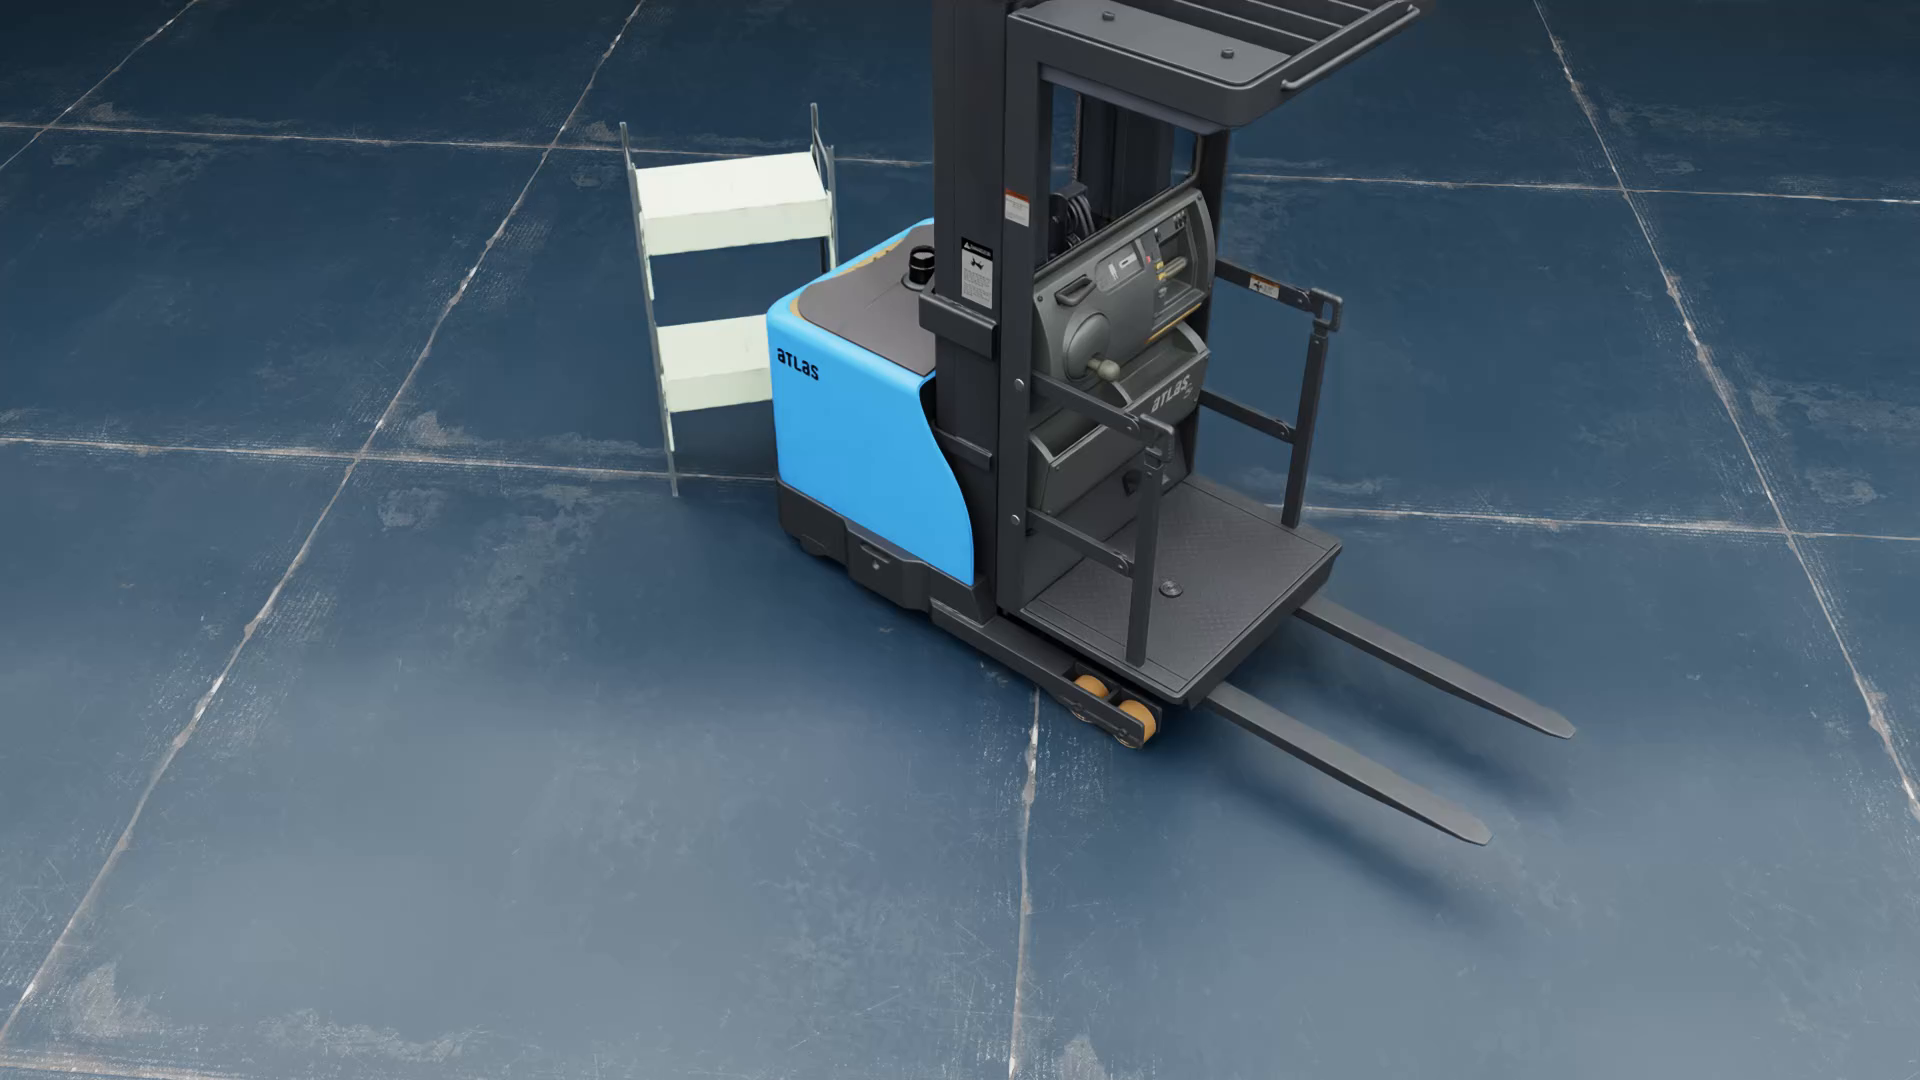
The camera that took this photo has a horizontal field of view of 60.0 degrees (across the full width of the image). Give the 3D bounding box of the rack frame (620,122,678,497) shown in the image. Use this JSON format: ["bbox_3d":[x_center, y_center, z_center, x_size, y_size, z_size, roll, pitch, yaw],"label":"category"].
[{"bbox_3d":[-1.238,-0.885,6.649,0.023,1.500,0.400,-8,40,-10],"label":"rack frame"}]

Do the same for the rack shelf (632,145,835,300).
[{"bbox_3d":[-0.881,-1.240,6.468,0.720,0.370,0.431,-8,40,-10],"label":"rack shelf"}]

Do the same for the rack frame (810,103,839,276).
[{"bbox_3d":[-0.525,-0.990,6.779,0.023,1.500,0.400,-8,40,-10],"label":"rack frame"}]

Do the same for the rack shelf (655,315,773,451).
[{"bbox_3d":[-0.881,-0.685,6.920,0.720,0.370,0.431,-8,40,-10],"label":"rack shelf"}]

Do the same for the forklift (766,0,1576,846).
[{"bbox_3d":[0.716,-0.786,5.394,3.031,2.935,1.130,28,47,30],"label":"forklift"}]

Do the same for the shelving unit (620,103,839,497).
[{"bbox_3d":[-0.881,-0.938,6.714,0.755,1.500,0.431,-8,40,-10],"label":"shelving unit"}]
